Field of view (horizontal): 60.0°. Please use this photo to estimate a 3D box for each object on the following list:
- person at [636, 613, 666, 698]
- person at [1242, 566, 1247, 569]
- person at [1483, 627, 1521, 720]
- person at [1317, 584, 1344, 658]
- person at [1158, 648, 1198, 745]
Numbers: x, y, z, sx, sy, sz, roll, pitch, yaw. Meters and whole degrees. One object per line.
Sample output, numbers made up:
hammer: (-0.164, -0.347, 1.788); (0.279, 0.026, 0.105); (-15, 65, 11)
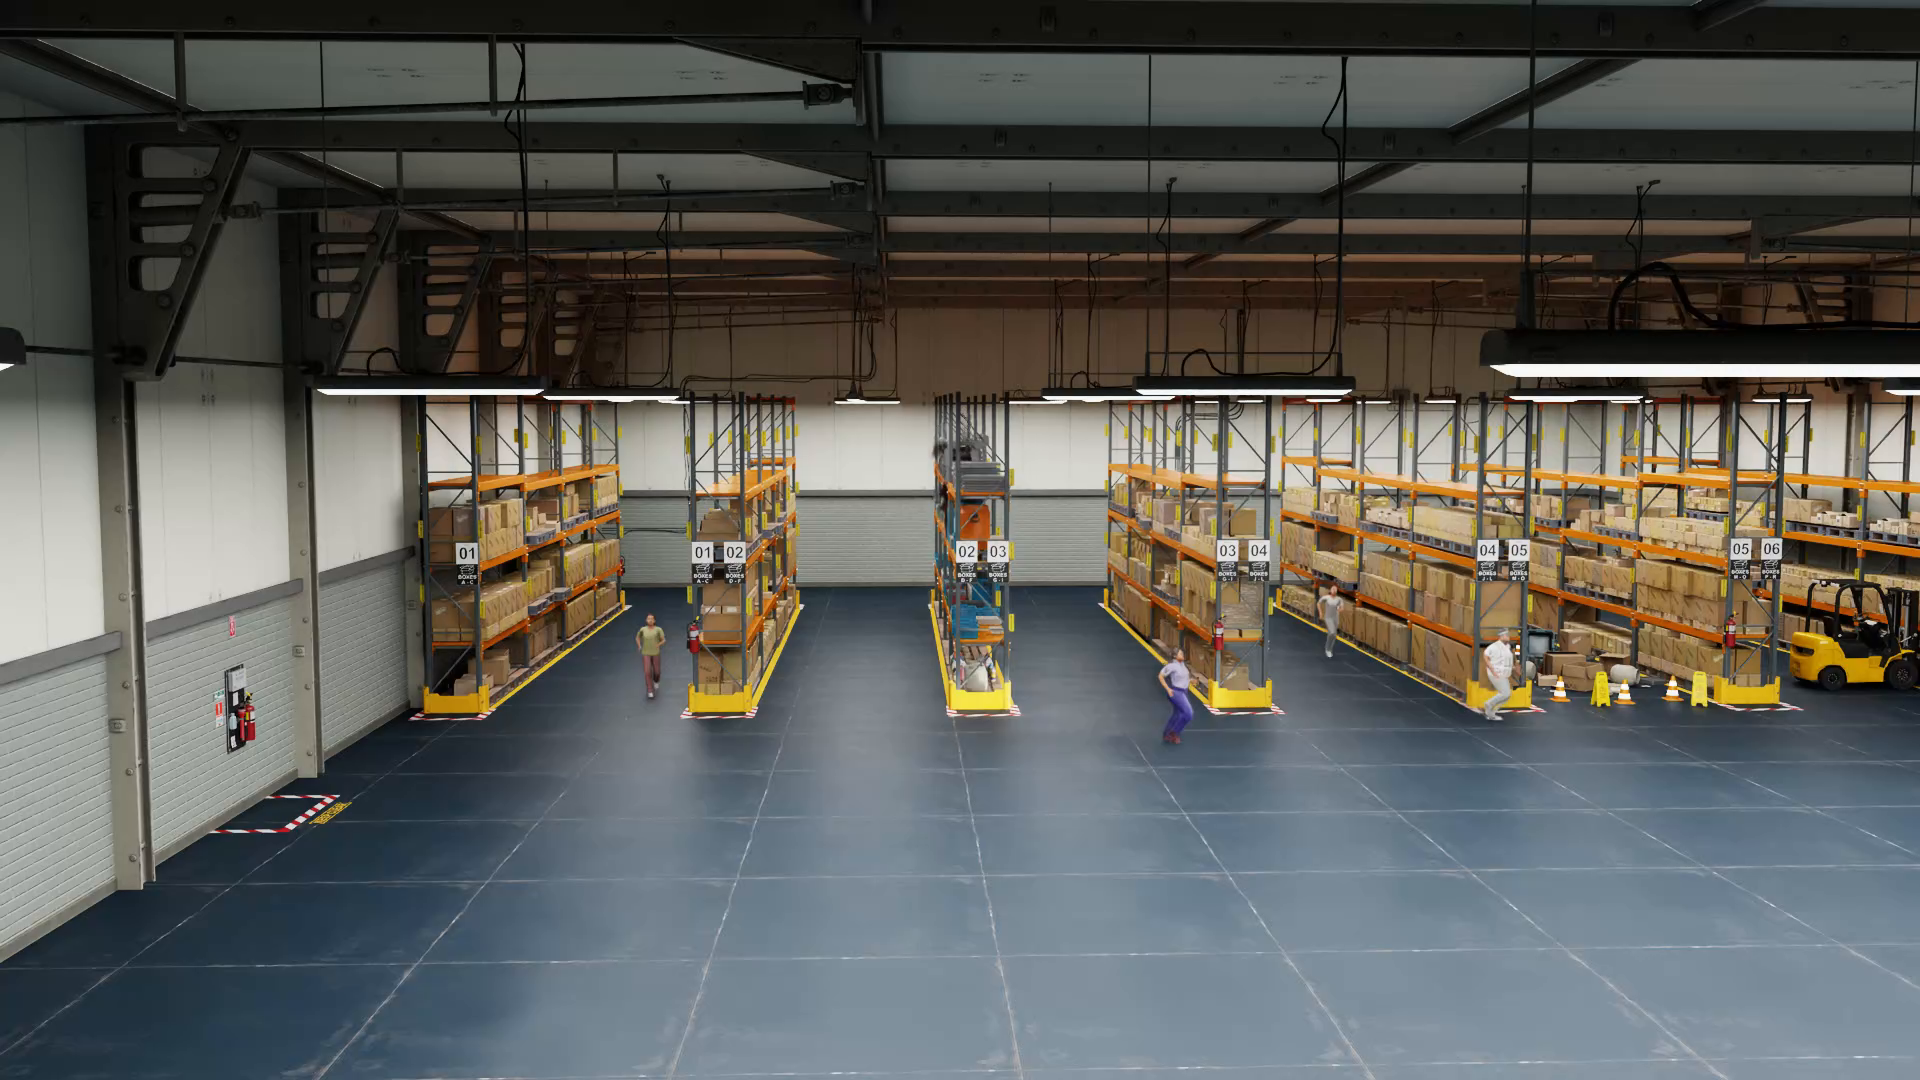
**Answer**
person: (-6.129, 2.266, 32.953); (0.589, 1.633, 0.802); (-1, 5, -8)
person: (7.834, 1.117, 47.473); (0.723, 1.655, 0.543); (3, 5, 33)
person: (9.877, 2.440, 30.283); (0.646, 1.720, 0.593); (-4, 6, -44)
person: (8.490, 1.846, 37.969); (0.546, 1.679, 0.661); (-1, 5, -10)
person: (3.729, 2.648, 28.232); (0.655, 1.640, 0.587); (2, 5, 27)
